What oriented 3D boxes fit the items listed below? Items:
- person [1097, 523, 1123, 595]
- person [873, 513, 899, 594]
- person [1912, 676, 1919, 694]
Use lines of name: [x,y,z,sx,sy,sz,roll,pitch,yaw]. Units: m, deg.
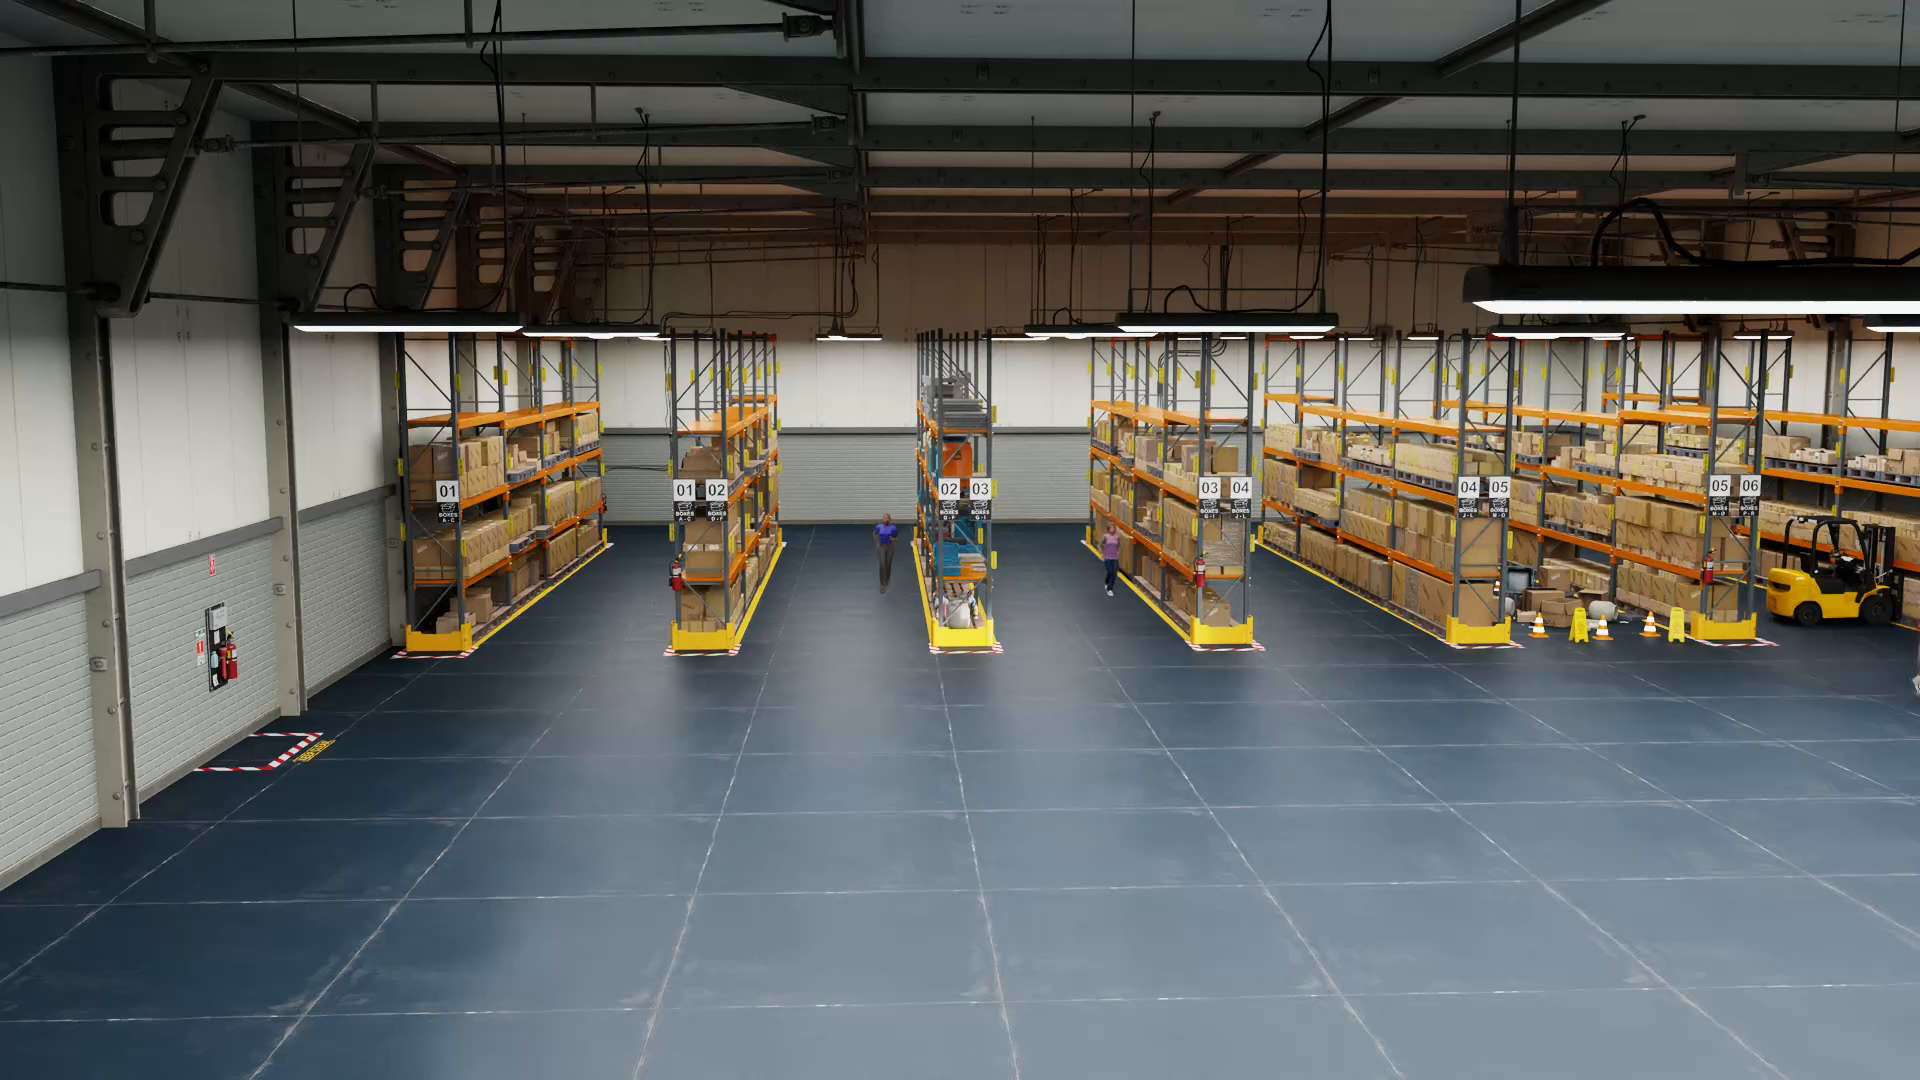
person: [3.273,0.437,35.947,0.531,1.550,0.494,-1,7,-10]
person: [-1.635,0.285,36.902,0.558,1.760,0.726,-1,7,-6]
person: [15.681,1.783,26.361,0.686,1.725,0.968,-5,8,-37]
